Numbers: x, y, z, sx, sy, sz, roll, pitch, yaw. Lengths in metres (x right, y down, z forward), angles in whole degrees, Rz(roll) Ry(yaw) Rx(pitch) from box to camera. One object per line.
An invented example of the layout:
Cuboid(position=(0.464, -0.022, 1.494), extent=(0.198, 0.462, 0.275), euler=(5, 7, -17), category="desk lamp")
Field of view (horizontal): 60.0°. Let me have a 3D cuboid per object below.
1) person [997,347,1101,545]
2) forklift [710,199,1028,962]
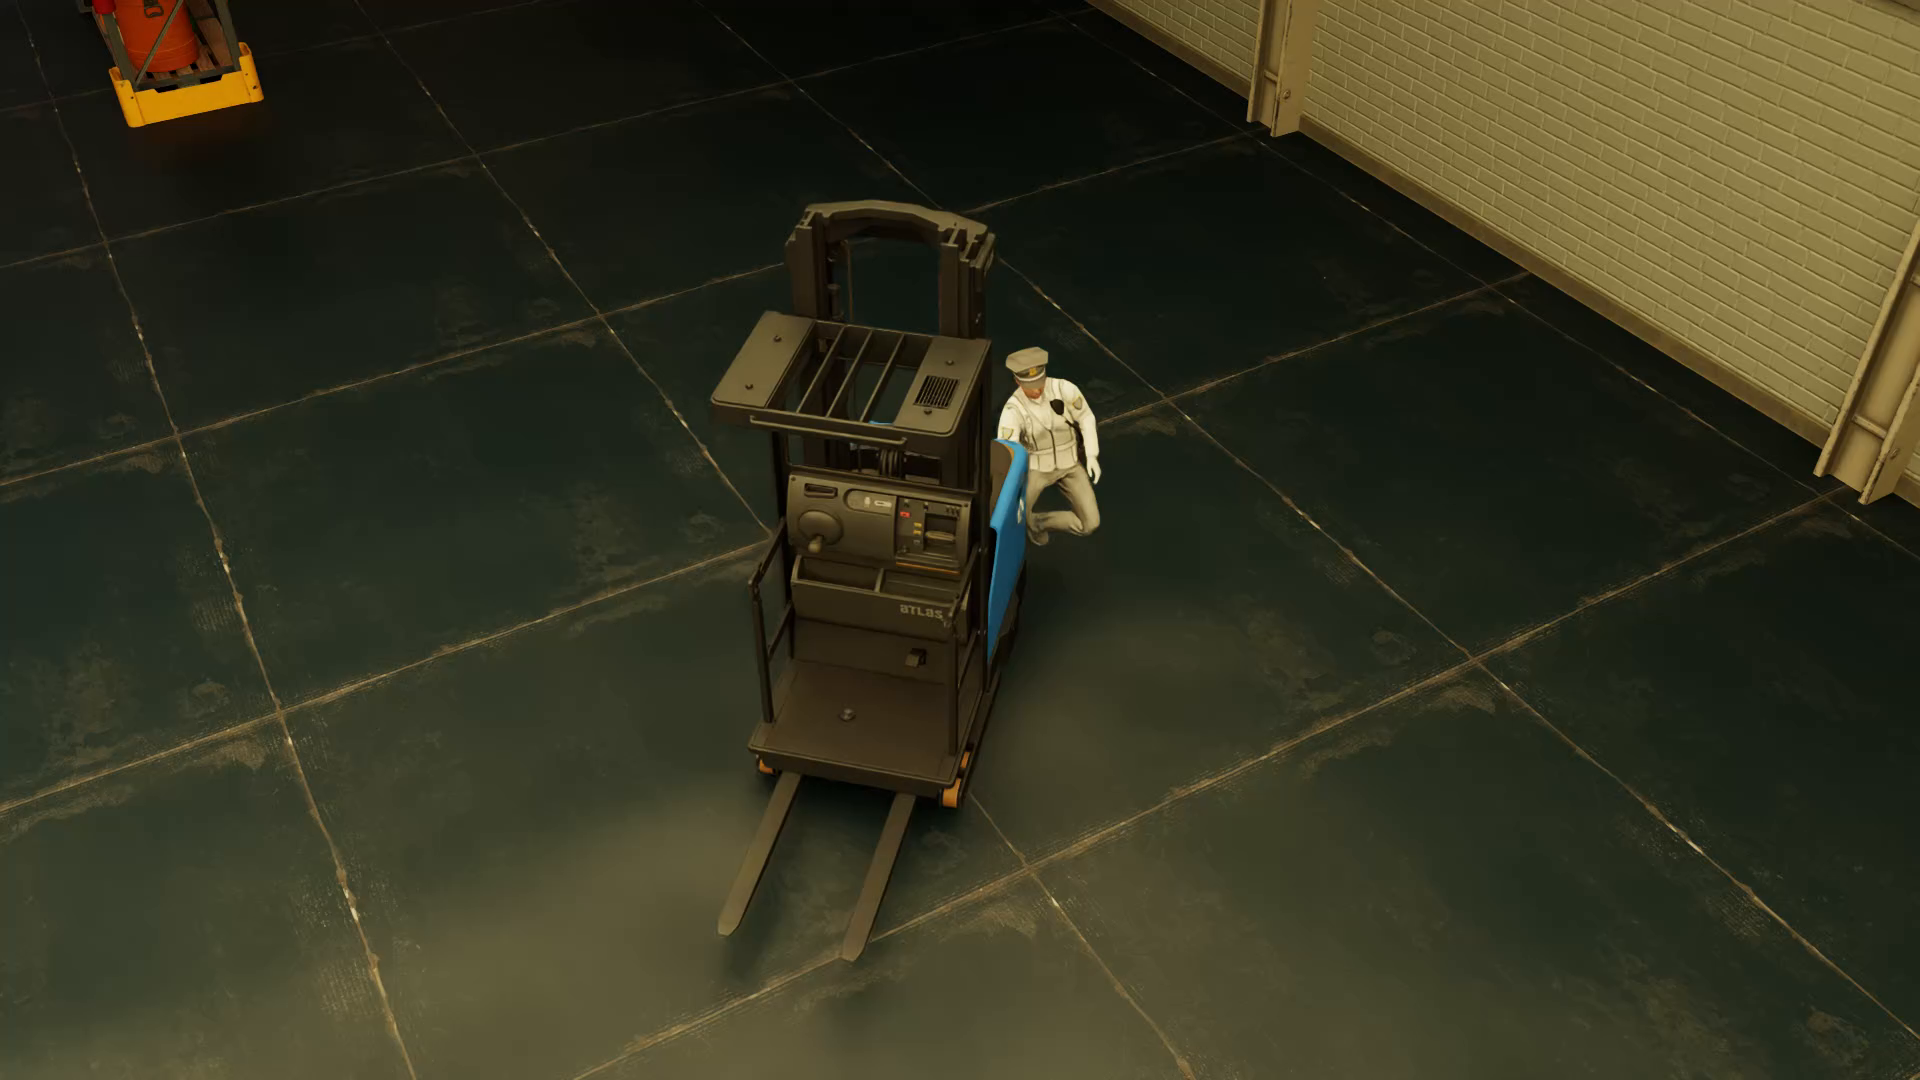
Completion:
Cuboid(position=(0.467, -0.337, 9.549), extent=(0.750, 1.506, 0.664), euler=(-9, 40, -10), category="person")
Cuboid(position=(-0.452, -0.007, 8.045), extent=(1.130, 2.935, 3.031), euler=(9, 40, 10), category="forklift")
